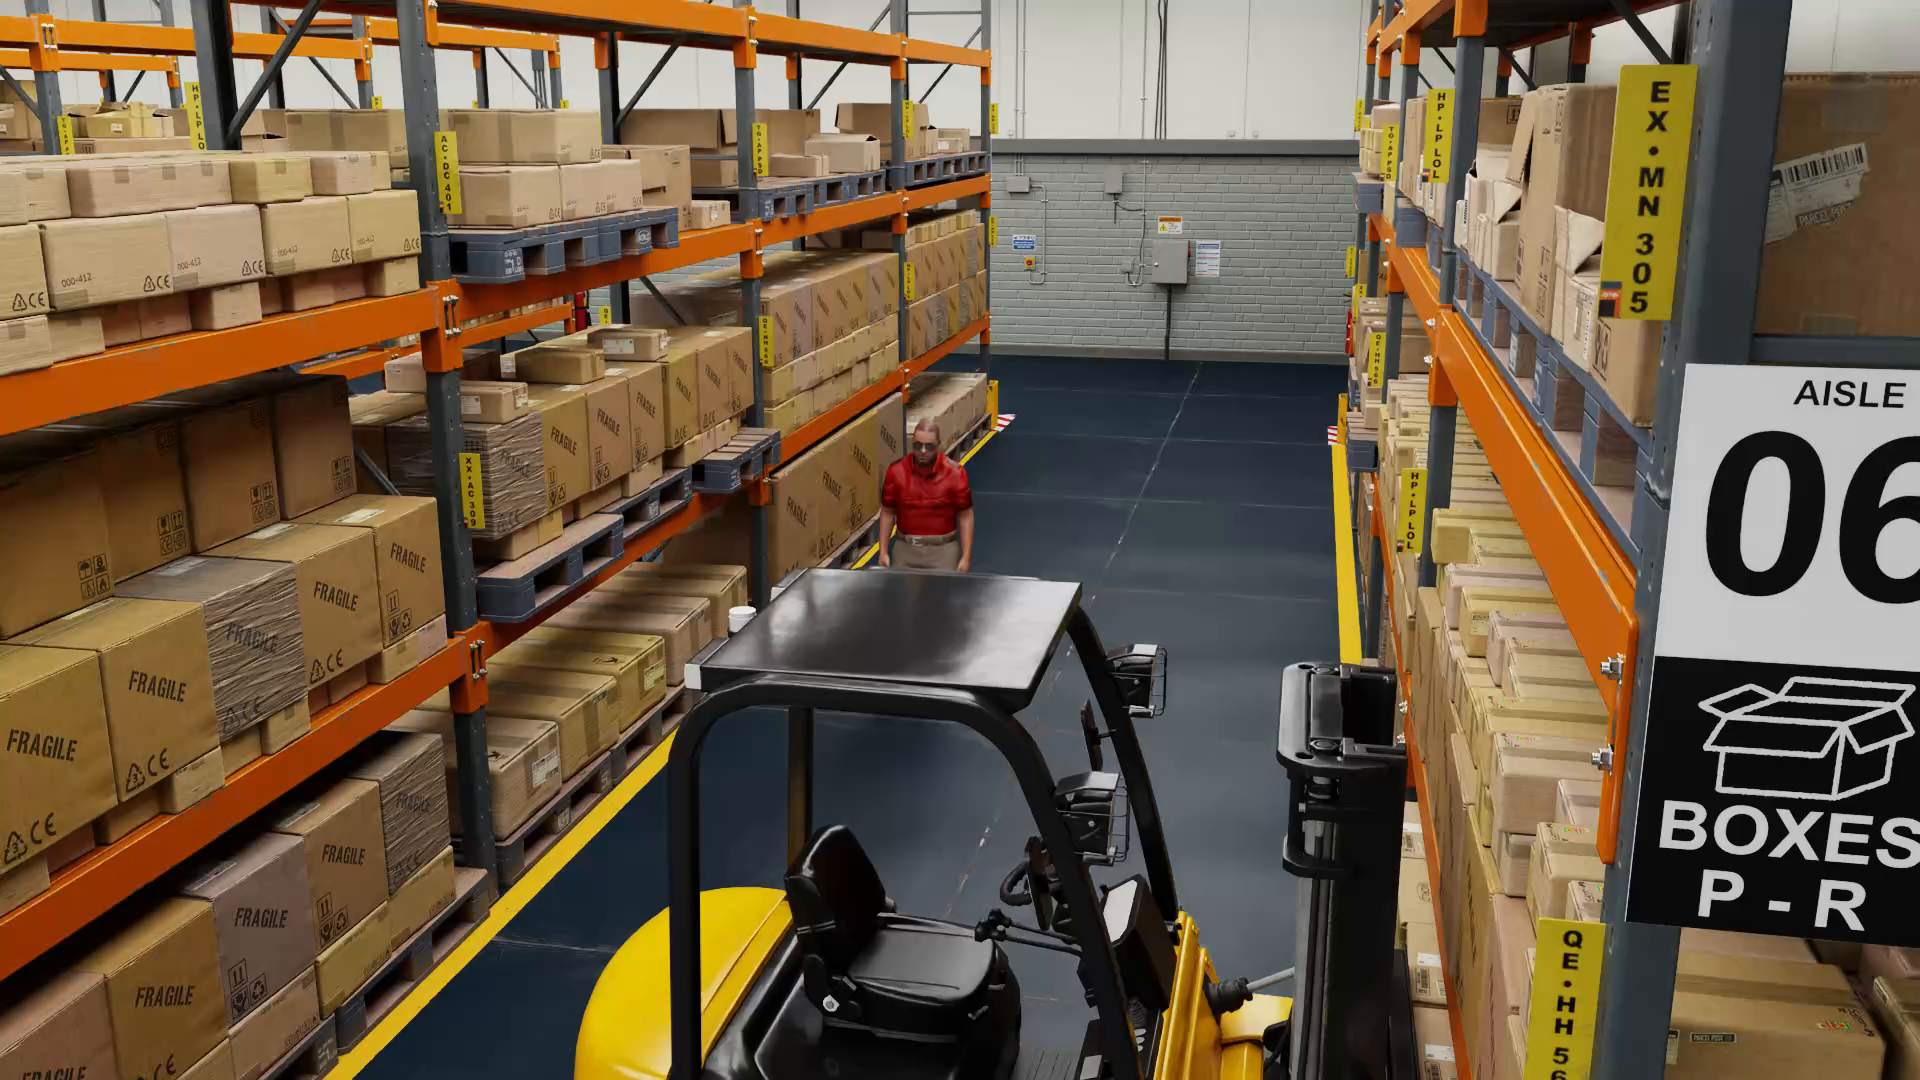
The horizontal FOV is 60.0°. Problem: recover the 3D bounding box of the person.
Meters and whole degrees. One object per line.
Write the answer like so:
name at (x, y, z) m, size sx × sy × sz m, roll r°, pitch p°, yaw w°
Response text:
person at (-0.215, 0.115, 10.096) m, size 0.589 × 1.725 × 0.392 m, roll 2°, pitch 15°, yaw 9°
